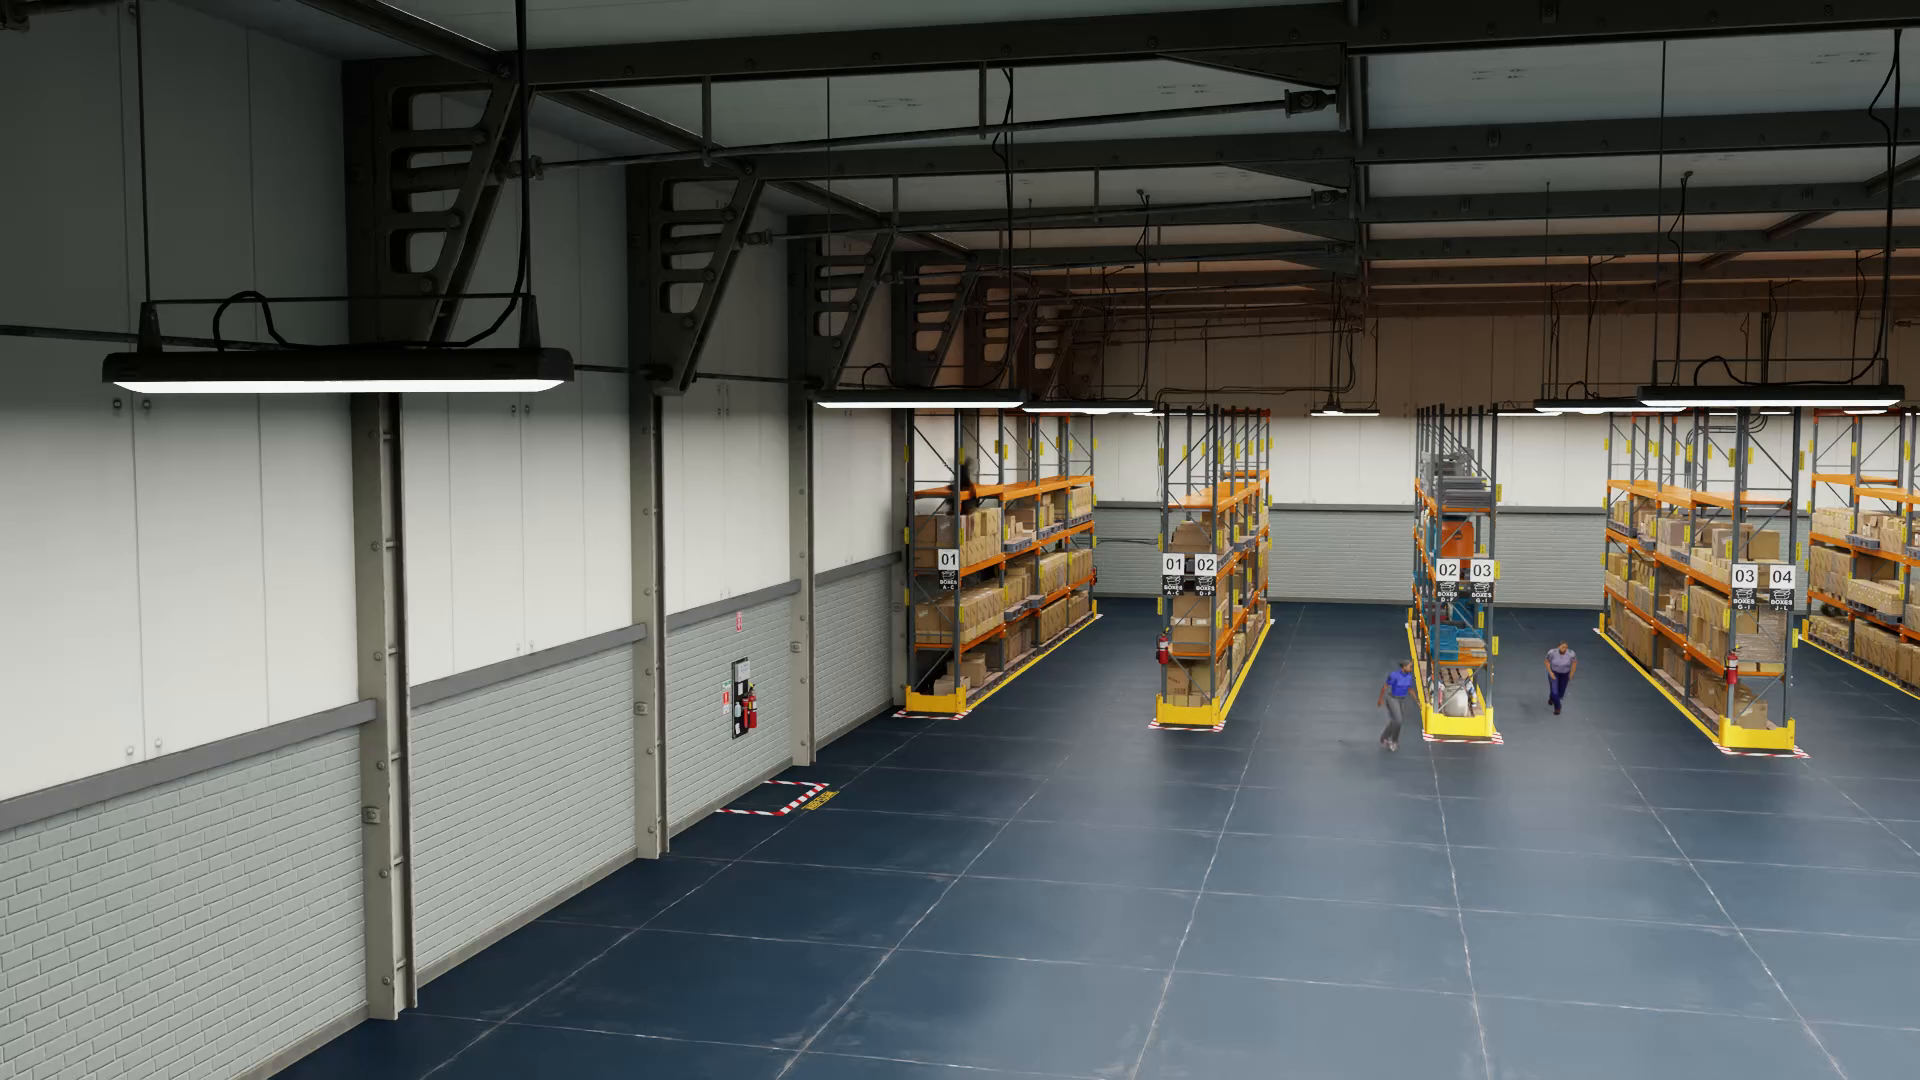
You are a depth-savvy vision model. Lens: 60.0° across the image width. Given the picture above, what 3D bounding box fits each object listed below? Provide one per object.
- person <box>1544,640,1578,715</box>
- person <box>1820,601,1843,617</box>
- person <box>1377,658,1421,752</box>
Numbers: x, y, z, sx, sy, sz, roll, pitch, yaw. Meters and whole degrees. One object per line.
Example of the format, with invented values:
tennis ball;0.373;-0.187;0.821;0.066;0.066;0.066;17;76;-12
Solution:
person;11.652;2.642;32.299;0.612;1.446;0.850;1;4;7
person;23.712;1.579;44.988;0.718;1.806;0.697;-1;4;-14
person;7.594;2.833;28.910;0.561;1.611;0.742;-2;5;-30
